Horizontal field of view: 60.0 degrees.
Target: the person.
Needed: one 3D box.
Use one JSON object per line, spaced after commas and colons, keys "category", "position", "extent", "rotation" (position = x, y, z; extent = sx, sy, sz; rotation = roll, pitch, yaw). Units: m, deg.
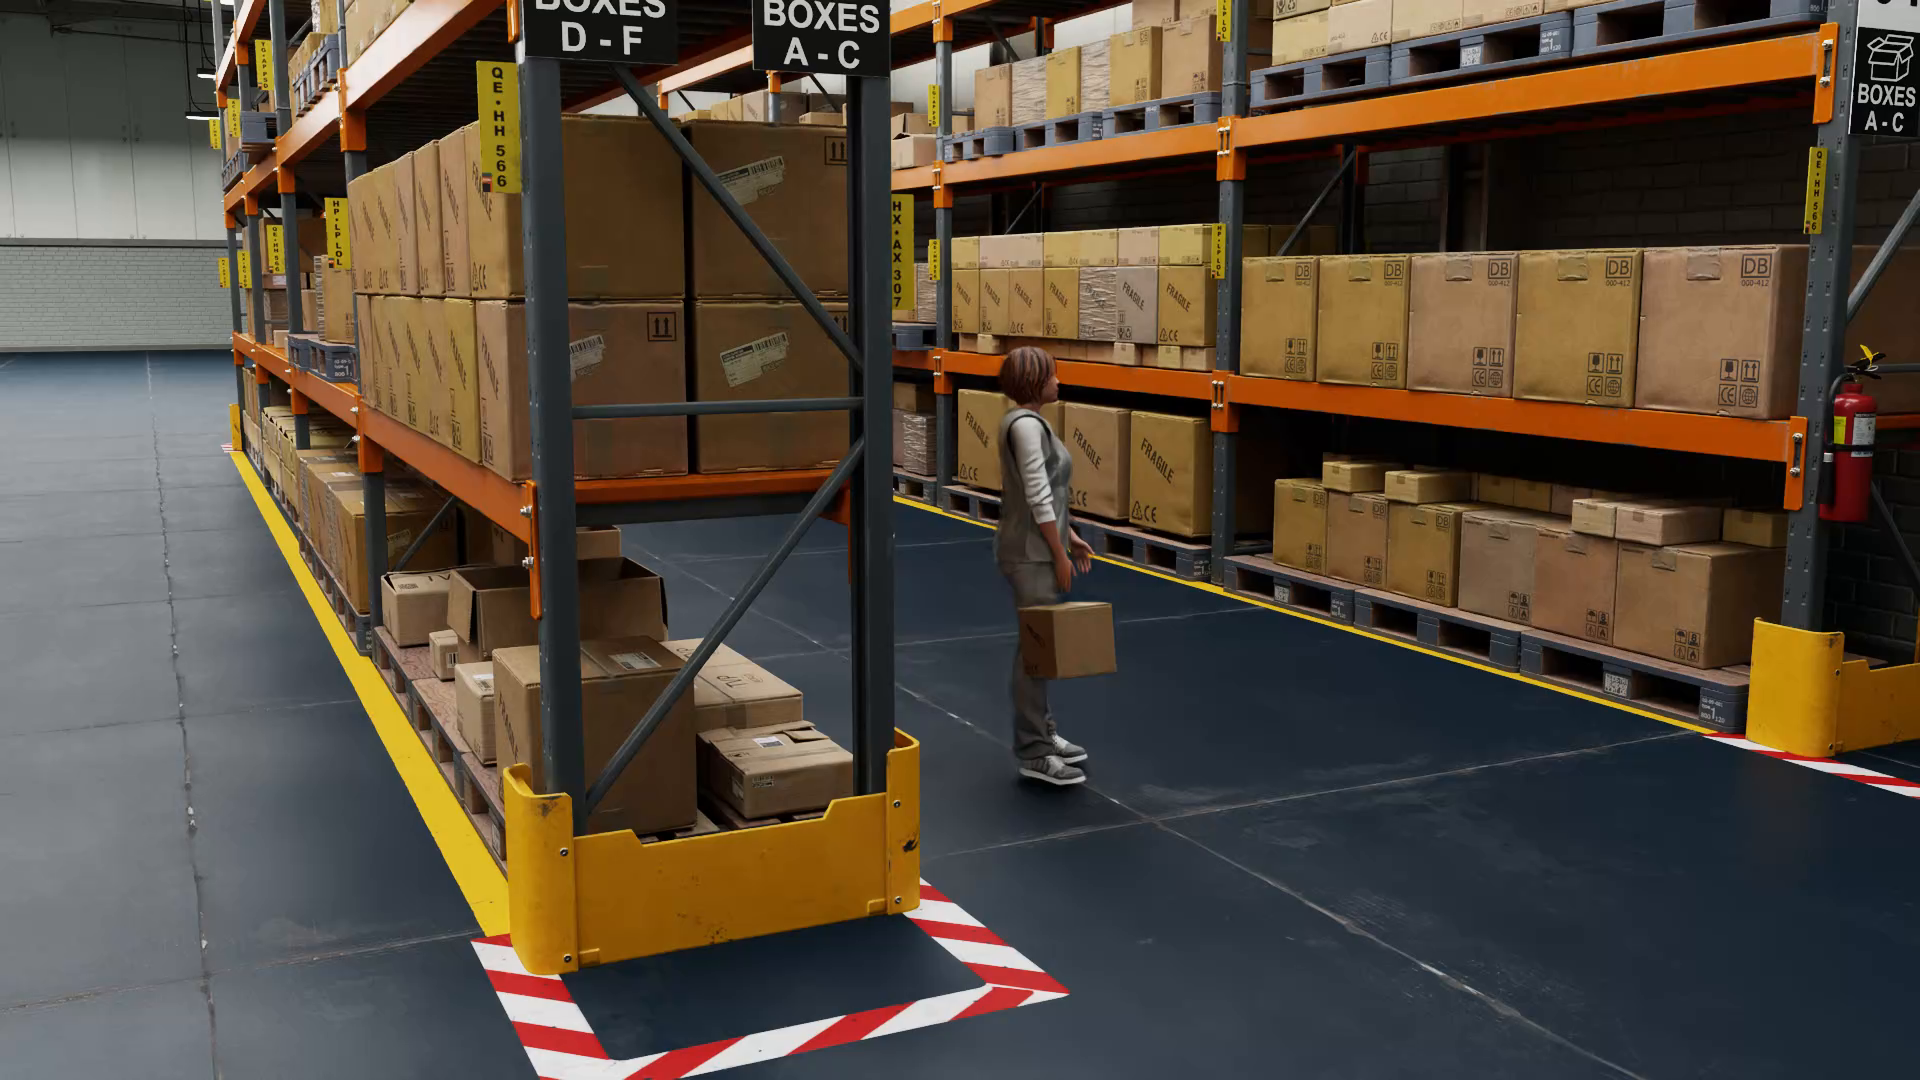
{"category": "person", "position": [0.317, 0.082, 6.229], "extent": [0.396, 1.608, 0.472], "rotation": [0, 9, 0]}
